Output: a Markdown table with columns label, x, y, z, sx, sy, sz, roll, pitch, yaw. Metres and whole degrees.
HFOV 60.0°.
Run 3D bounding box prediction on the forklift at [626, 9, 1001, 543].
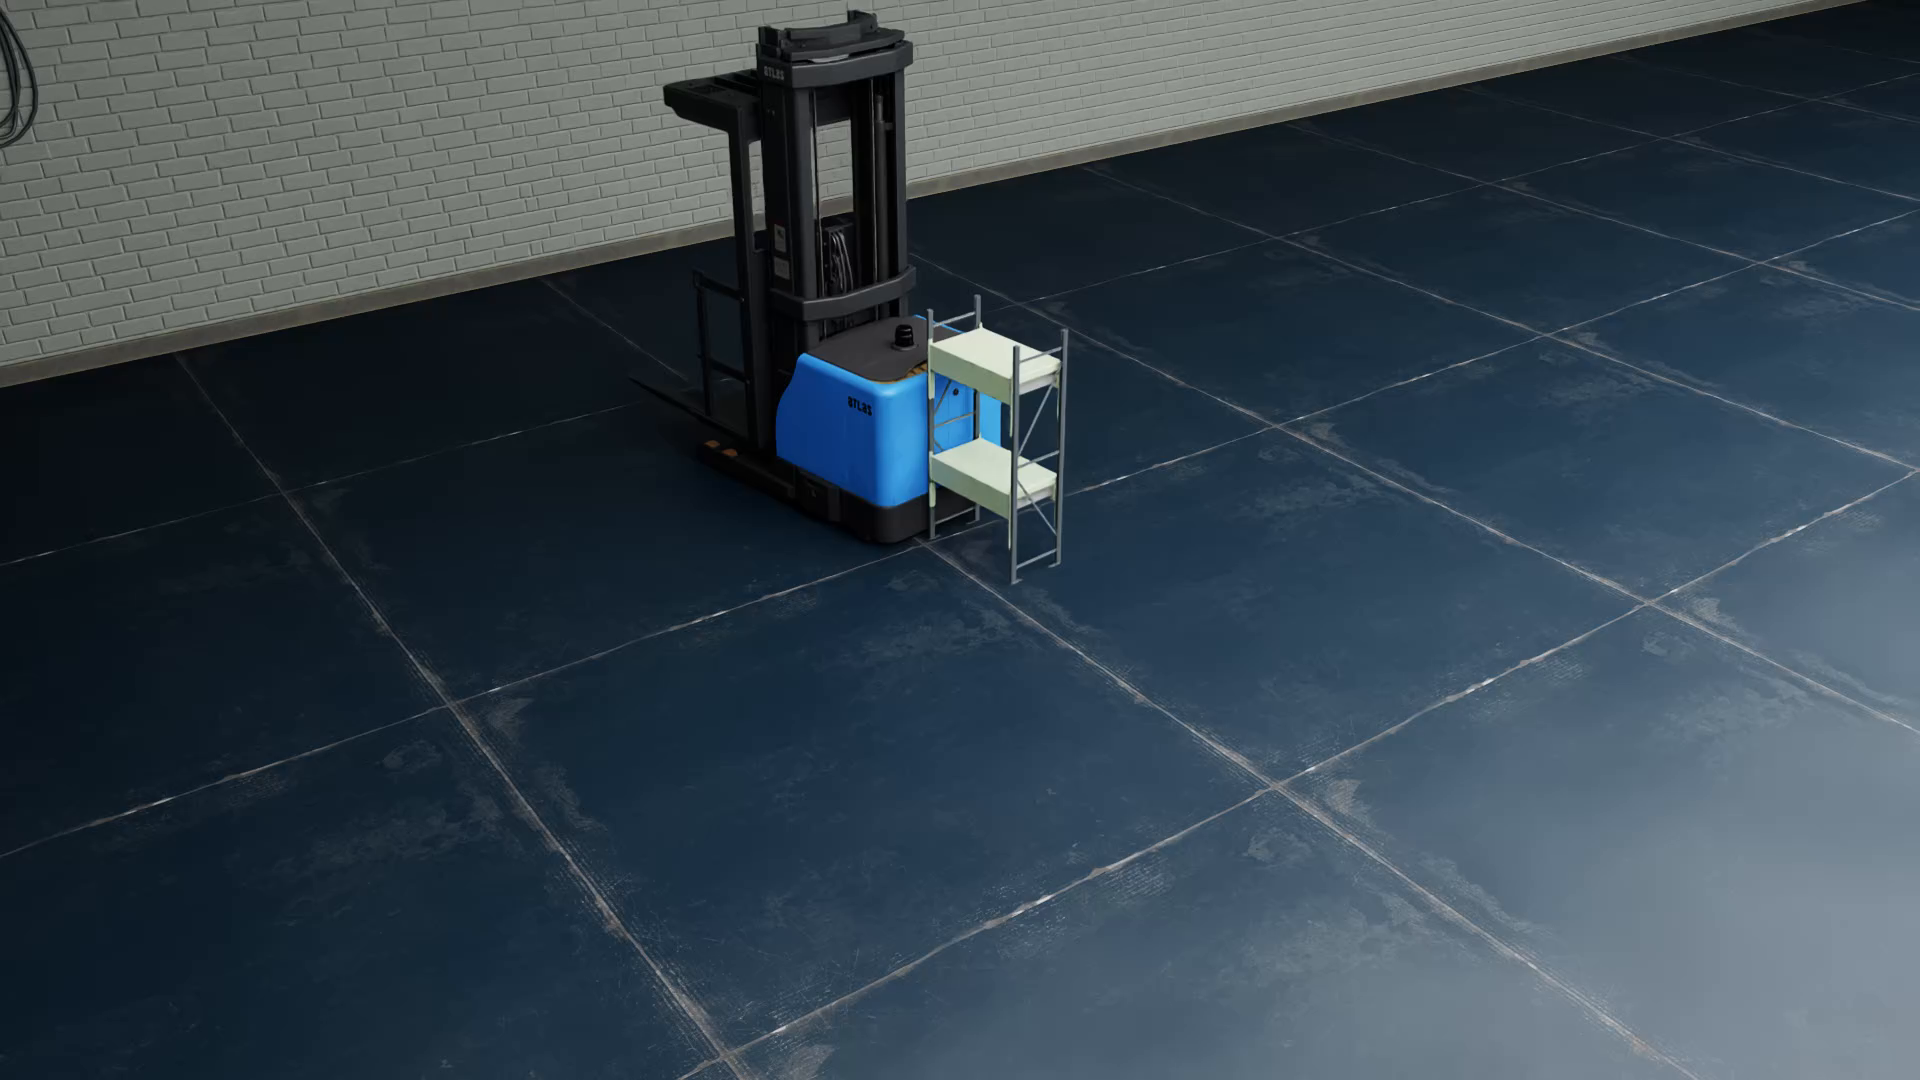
| label | x | y | z | sx | sy | sz | roll | pitch | yaw |
| --- | --- | --- | --- | --- | --- | --- | --- | --- | --- |
| forklift | -1.116 | -1.877 | 10.636 | 1.130 | 2.935 | 3.031 | -25 | 37 | -38 |

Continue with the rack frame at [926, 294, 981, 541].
| label | x | y | z | sx | sy | sz | roll | pitch | yaw |
| --- | --- | --- | --- | --- | --- | --- | --- | --- | --- |
| rack frame | -0.037 | -0.719 | 10.002 | 0.400 | 1.500 | 0.023 | -23 | 36 | -35 |

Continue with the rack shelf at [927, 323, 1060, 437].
| label | x | y | z | sx | sy | sz | roll | pitch | yaw |
| --- | --- | --- | --- | --- | --- | --- | --- | --- | --- |
| rack shelf | 0.205 | -0.930 | 9.574 | 0.431 | 0.370 | 0.720 | -23 | 36 | -35 |

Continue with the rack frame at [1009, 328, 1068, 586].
| label | x | y | z | sx | sy | sz | roll | pitch | yaw |
| --- | --- | --- | --- | --- | --- | --- | --- | --- | --- |
| rack frame | 0.446 | -0.456 | 9.518 | 0.400 | 1.500 | 0.023 | -23 | 36 | -35 |

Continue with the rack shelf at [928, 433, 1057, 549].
| label | x | y | z | sx | sy | sz | roll | pitch | yaw |
| --- | --- | --- | --- | --- | --- | --- | --- | --- | --- |
| rack shelf | 0.205 | -0.301 | 9.915 | 0.431 | 0.370 | 0.720 | -23 | 36 | -35 |

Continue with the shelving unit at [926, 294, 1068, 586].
| label | x | y | z | sx | sy | sz | roll | pitch | yaw |
| --- | --- | --- | --- | --- | --- | --- | --- | --- | --- |
| shelving unit | 0.205 | -0.587 | 9.760 | 0.431 | 1.500 | 0.755 | -23 | 36 | -35 |

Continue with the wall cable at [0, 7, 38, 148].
| label | x | y | z | sx | sy | sz | roll | pitch | yaw |
| --- | --- | --- | --- | --- | --- | --- | --- | --- | --- |
| wall cable | -7.736 | -3.489 | 10.499 | 3.097 | 2.526 | 0.112 | -19 | 34 | -31 |
